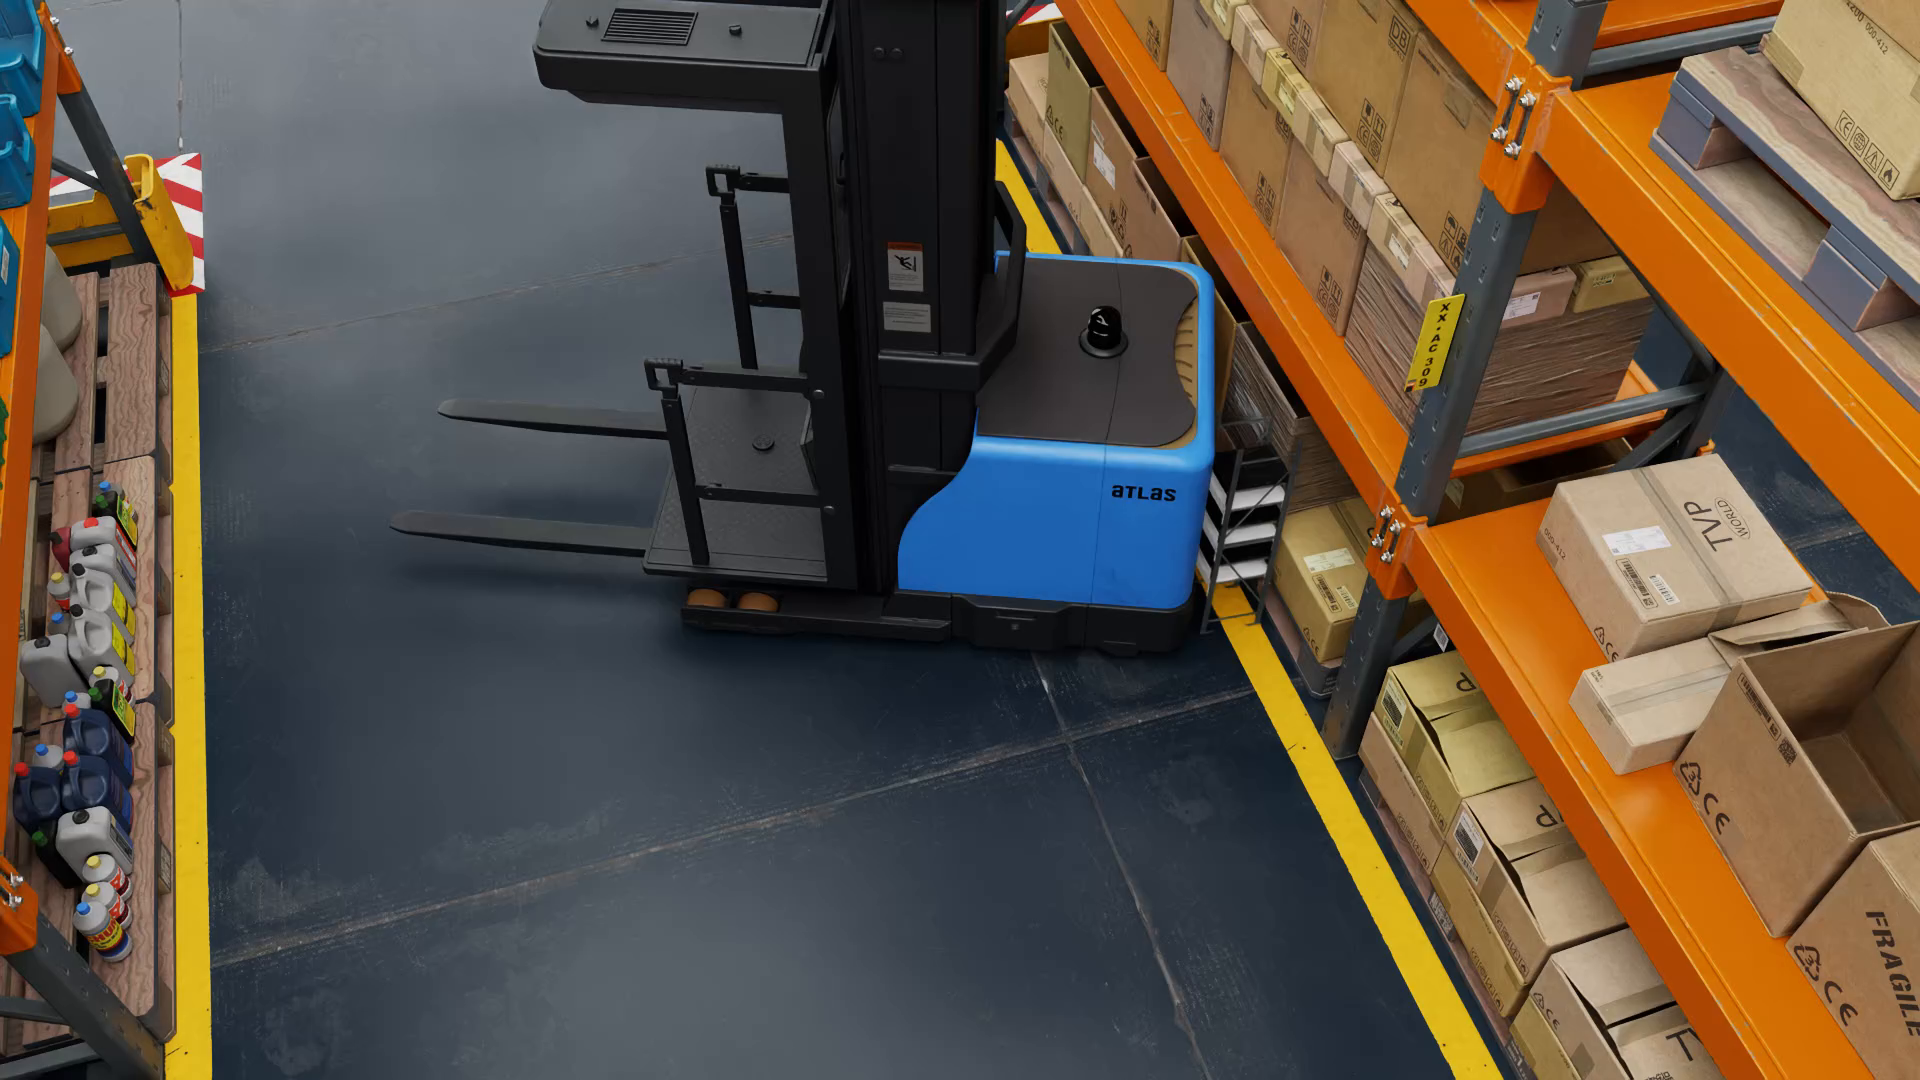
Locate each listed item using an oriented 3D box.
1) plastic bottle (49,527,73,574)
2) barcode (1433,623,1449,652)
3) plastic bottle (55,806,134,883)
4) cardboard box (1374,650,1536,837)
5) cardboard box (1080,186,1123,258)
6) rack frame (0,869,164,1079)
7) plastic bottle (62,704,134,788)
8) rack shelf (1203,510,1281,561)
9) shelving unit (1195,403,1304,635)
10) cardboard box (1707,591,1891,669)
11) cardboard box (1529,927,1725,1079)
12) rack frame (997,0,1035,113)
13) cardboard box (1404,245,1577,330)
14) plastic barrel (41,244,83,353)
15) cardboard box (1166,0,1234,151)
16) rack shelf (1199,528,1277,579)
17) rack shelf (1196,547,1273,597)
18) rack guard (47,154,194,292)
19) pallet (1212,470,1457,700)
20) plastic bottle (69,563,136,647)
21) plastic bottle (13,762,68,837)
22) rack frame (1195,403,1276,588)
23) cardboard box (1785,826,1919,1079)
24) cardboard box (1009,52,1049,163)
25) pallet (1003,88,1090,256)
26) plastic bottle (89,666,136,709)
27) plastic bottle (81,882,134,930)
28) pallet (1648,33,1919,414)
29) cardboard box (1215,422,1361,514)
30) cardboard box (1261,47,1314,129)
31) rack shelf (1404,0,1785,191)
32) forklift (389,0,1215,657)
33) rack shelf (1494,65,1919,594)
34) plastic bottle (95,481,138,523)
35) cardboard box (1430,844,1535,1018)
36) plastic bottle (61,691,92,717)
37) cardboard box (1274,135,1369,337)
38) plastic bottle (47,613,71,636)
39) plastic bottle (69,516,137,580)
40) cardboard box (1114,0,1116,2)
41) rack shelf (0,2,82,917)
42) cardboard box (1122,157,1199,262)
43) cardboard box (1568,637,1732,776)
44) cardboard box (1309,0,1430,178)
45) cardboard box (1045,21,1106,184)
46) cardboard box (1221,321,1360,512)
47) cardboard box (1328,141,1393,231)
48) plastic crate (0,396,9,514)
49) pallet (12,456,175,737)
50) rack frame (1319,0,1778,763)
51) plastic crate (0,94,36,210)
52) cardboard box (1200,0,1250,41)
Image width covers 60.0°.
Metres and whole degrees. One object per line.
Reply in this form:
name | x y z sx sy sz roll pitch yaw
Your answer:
plastic bottle | -3.225 0.048 6.027 0.061 0.283 0.133 -13 51 -11
barcode | 1.460 0.296 5.047 0.001 0.075 0.075 -13 51 -11
plastic bottle | -2.748 0.953 5.268 0.152 0.276 0.135 -12 51 -10
cardboard box | 1.666 0.589 5.238 0.500 0.311 0.500 -13 51 -11
cardboard box | 0.844 -1.338 7.229 0.500 0.250 0.500 -13 51 -11
rack frame | -2.951 0.778 3.922 1.000 3.000 0.127 -13 51 -11
plastic bottle | -2.849 0.669 5.459 0.144 0.351 0.185 -15 52 -13
rack shelf | 0.999 -0.038 6.002 0.258 0.077 0.200 -9 45 -13
shelving unit | 1.001 -0.062 5.979 0.258 0.900 0.210 -9 45 -13
cardboard box | 2.218 0.305 4.409 0.396 0.266 0.258 -14 51 -12
cardboard box | 1.964 1.334 4.610 0.500 0.311 0.500 -15 51 -12
rack frame | 0.599 -3.260 7.326 1.000 3.000 0.127 -13 51 -11
cardboard box | 1.497 -0.730 4.704 0.380 0.149 0.250 -13 51 -11
plastic barrel | -3.866 -1.013 6.784 0.421 0.512 0.421 0 50 0
cardboard box | 1.185 -1.819 6.046 0.700 0.500 0.500 -12 51 -10
rack shelf | 0.995 0.027 6.064 0.258 0.077 0.200 -9 45 -13
rack shelf | 0.992 0.092 6.127 0.258 0.077 0.200 -9 45 -13
rack guard | -4.066 -1.293 7.302 1.175 0.500 0.348 -13 51 -11
pallet | 1.587 -0.030 6.427 1.003 0.211 1.213 -13 51 -11
plastic bottle | -3.030 0.223 5.835 0.144 0.351 0.185 -11 51 -9
plastic bottle | -2.931 0.840 5.315 0.144 0.351 0.185 -13 51 -11
rack frame | 0.973 -0.131 6.049 0.240 0.900 0.006 -9 45 -13
cardboard box | 2.298 0.944 3.717 0.500 0.500 0.500 -13 51 -11
cardboard box | 0.545 -2.067 7.844 0.500 0.250 0.500 -13 51 -11
pallet | 0.865 -1.813 7.930 1.003 0.211 1.213 -13 51 -11
plastic bottle | -2.910 0.505 5.694 0.097 0.201 0.097 0 50 0
plastic bottle | -2.656 1.132 5.166 0.097 0.201 0.097 0 50 0
pallet | 2.055 -0.603 3.249 0.805 0.209 1.217 -15 52 -12
cardboard box | 1.298 -0.245 6.308 0.500 0.250 0.500 -13 51 -11
cardboard box | 1.198 -1.474 5.331 0.380 0.149 0.250 -14 51 -11
rack shelf | 1.191 -2.535 5.223 1.077 0.370 4.000 -13 51 -11
forklift | -0.622 -0.992 5.459 3.031 2.935 1.130 4 50 4
rack shelf | 2.374 0.387 2.760 1.077 0.370 4.000 -13 51 -11
plastic bottle | -3.172 -0.141 6.239 0.097 0.201 0.097 0 50 0
cardboard box | 1.815 1.136 5.144 0.500 0.250 0.500 -12 51 -10
plastic bottle | -2.928 0.596 5.572 0.097 0.271 0.097 0 50 0
cardboard box | 1.483 -1.078 5.421 0.700 0.500 0.500 -14 51 -11
plastic bottle | -3.132 0.330 5.842 0.097 0.201 0.097 0 50 0
plastic bottle | -3.123 0.025 6.050 0.152 0.276 0.135 -13 51 -11
cardboard box | 0.885 -2.566 6.676 0.700 0.500 0.500 -12 51 -10
rack shelf | -3.542 -0.451 5.428 1.077 0.370 4.000 -13 51 -11
cardboard box | 0.986 -1.213 6.634 0.500 0.500 0.500 -13 51 -11
cardboard box | 1.849 0.435 4.375 0.380 0.149 0.250 -13 51 -11
cardboard box | 1.494 -1.481 4.912 0.700 0.500 0.500 -13 51 -11
cardboard box | 0.695 -1.944 7.250 0.500 0.500 0.500 -13 51 -11
cardboard box | 1.299 -0.487 6.021 0.500 0.500 0.500 -13 51 -11
cardboard box | 1.346 -1.102 5.017 0.380 0.149 0.250 -15 51 -12
plastic crate | -3.083 -0.209 4.892 0.450 0.188 0.662 -13 51 -11
pallet | -3.474 0.285 6.162 1.003 0.211 1.213 -13 51 -11
rack frame | 1.782 -0.339 4.863 1.000 3.000 0.127 -13 51 -11
plastic crate | -3.513 -1.322 5.789 0.499 0.251 0.408 -13 51 -11
cardboard box | 1.042 -1.851 5.649 0.380 0.149 0.250 -12 51 -10
